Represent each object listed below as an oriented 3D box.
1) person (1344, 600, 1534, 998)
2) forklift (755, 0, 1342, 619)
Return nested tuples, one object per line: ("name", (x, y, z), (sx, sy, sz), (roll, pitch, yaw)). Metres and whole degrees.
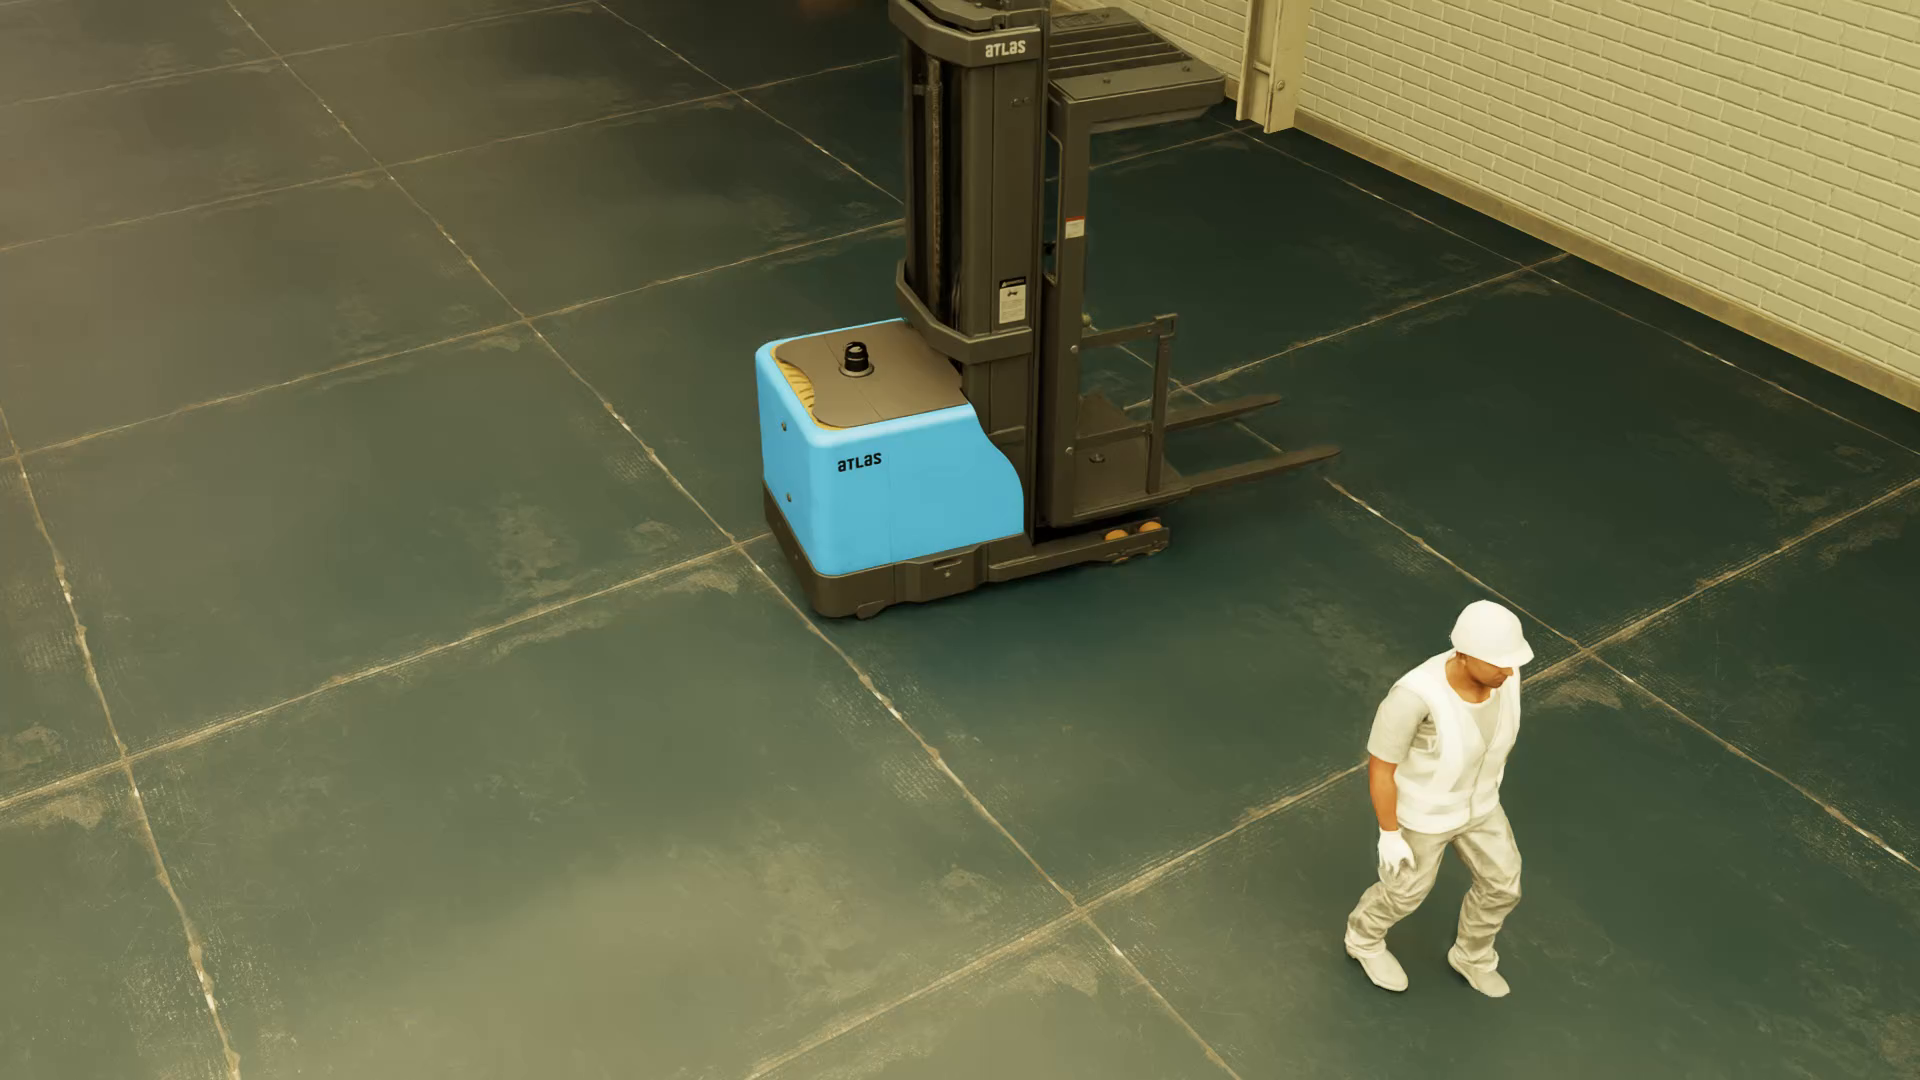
("person", (1.723, 0.972, 5.835), (0.655, 1.823, 0.530), (-17, 39, -23))
("forklift", (0.541, -1.352, 8.072), (3.031, 2.935, 1.130), (-13, 37, -18))
